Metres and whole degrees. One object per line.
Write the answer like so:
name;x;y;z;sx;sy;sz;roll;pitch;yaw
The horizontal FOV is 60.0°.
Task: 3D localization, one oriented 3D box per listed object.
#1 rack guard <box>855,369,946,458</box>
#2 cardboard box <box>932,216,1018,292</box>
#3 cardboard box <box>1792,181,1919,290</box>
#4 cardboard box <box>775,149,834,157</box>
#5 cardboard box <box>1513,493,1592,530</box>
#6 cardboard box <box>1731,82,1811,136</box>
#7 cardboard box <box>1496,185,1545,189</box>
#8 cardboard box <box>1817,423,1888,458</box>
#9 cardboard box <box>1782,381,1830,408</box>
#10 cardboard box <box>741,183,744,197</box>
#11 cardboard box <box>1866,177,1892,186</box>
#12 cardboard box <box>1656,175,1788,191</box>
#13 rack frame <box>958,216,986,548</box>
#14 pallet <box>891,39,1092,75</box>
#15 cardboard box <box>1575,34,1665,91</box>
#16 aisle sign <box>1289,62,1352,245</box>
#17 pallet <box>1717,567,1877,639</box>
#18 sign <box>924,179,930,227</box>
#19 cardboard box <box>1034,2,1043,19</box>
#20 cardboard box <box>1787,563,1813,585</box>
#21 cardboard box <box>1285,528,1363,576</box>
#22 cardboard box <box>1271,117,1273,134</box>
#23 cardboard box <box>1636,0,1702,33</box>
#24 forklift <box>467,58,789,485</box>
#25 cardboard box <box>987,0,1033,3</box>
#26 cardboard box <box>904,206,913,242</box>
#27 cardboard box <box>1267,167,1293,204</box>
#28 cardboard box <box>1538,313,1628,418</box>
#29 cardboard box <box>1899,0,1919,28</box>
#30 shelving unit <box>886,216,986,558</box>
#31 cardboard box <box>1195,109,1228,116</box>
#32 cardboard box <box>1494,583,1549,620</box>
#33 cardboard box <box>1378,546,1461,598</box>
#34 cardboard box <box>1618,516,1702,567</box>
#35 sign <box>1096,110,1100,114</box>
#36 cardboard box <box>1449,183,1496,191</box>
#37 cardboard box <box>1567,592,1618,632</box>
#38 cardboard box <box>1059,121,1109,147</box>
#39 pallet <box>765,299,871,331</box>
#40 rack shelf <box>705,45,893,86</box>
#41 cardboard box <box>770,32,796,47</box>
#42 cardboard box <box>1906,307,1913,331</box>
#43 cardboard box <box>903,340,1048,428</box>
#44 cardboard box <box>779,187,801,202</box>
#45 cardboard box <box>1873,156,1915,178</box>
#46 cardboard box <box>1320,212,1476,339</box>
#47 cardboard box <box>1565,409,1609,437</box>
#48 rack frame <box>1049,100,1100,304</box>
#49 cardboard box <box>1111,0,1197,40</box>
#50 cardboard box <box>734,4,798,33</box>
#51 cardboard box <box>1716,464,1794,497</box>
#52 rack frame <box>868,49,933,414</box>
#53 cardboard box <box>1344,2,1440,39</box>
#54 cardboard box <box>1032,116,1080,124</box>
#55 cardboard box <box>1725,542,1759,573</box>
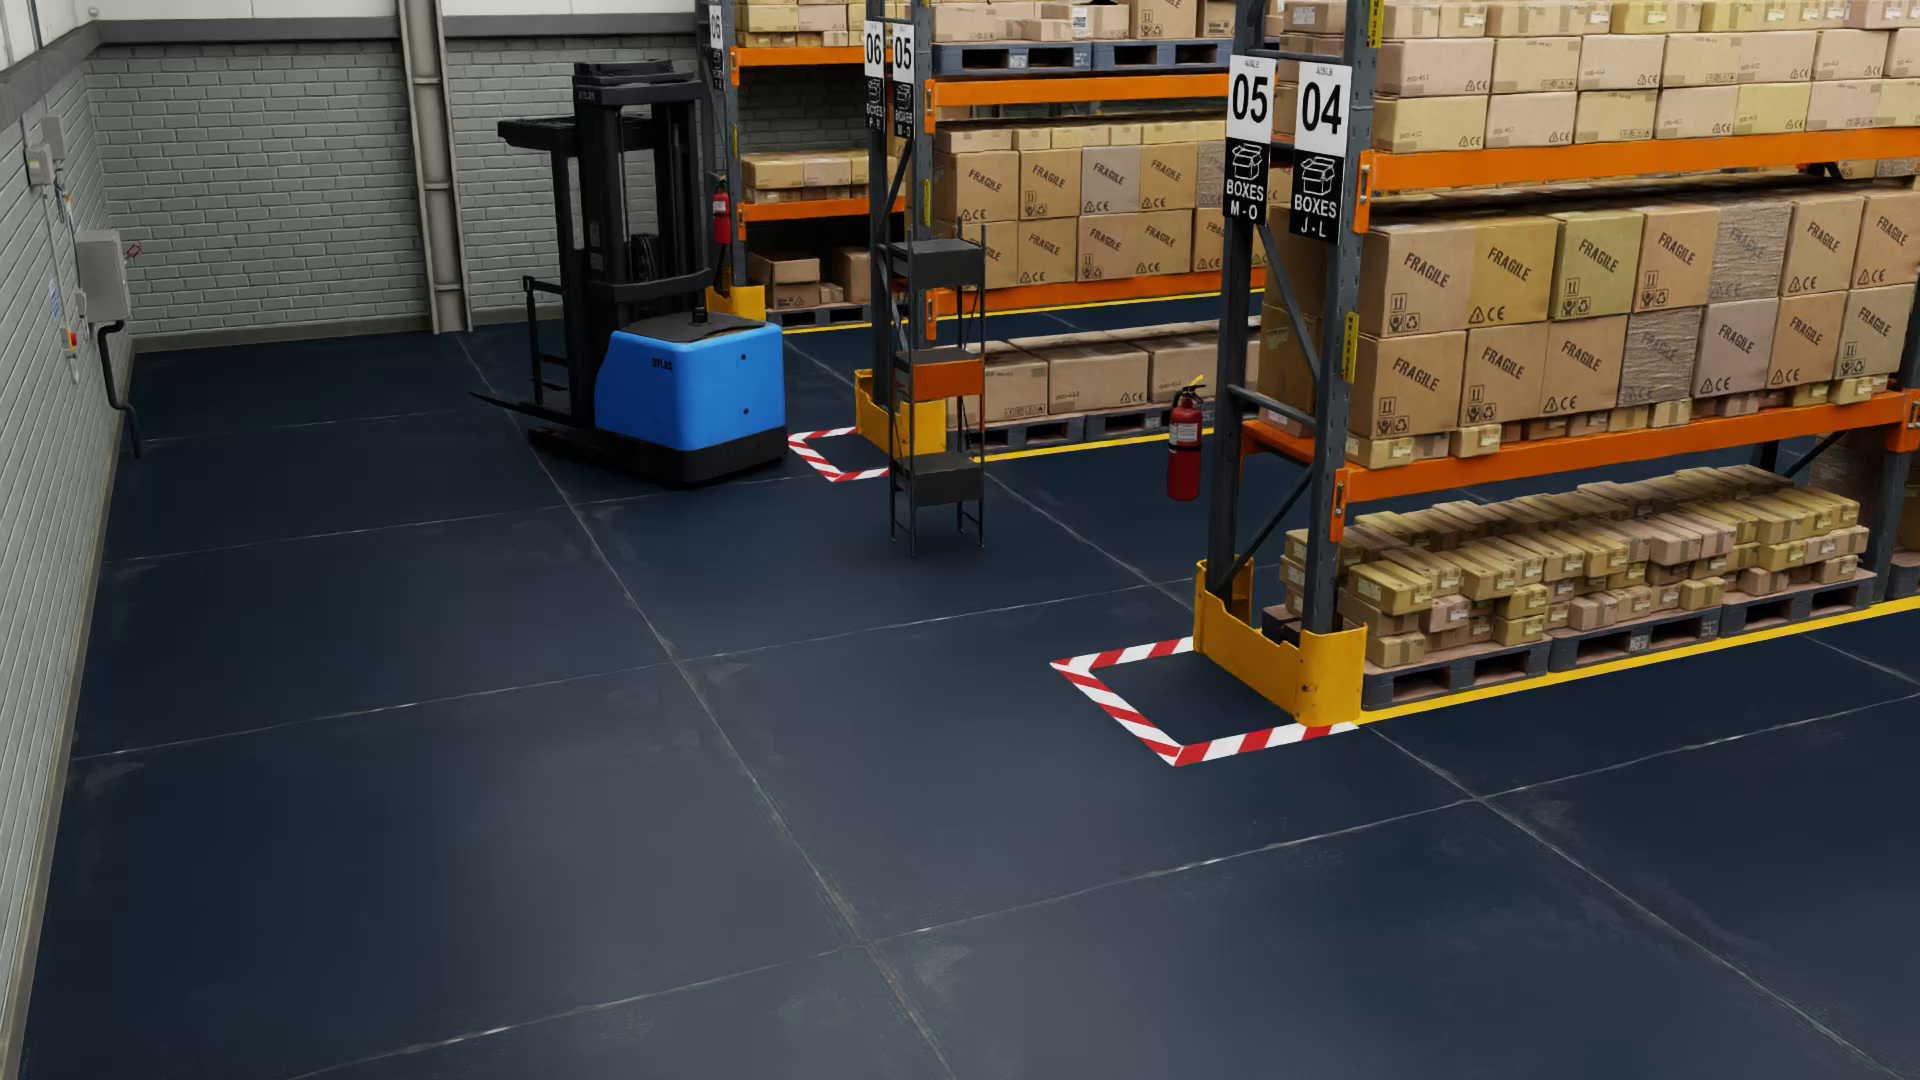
rack guard;-0.474;-0.970;13.025;0.348;0.500;1.175;-8;21;-22
cardboard box;0.102;-2.175;12.533;0.500;0.500;0.500;-8;21;-22
cardboard box;4.950;-1.697;9.222;0.500;0.500;0.500;-9;21;-24
cardboard box;-1.631;-3.944;17.485;0.500;0.250;0.500;-8;21;-22
cardboard box;3.431;-0.137;9.658;0.250;0.149;0.380;-8;21;-22
cardboard box;4.001;-2.251;8.607;0.500;0.250;0.500;-8;21;-23
cardboard box;4.678;-2.951;14.360;0.500;0.250;0.500;-8;21;-21
cardboard box;5.858;-0.730;10.582;0.500;0.250;0.500;-9;21;-23
cardboard box;4.642;-0.871;9.358;0.250;0.149;0.380;-7;21;-20
cardboard box;-2.224;-3.673;17.315;0.250;0.149;0.380;-8;21;-23
cardboard box;8.769;-3.468;16.102;0.250;0.149;0.380;-7;21;-20
cardboard box;4.293;-1.784;9.468;0.500;0.500;0.500;-9;21;-24
rack frame;0.072;-1.001;10.703;0.015;2.100;0.400;-8;21;-22
pallet;0.225;-3.626;12.422;1.213;0.211;1.003;-8;21;-22
cardboard box;3.055;-2.347;8.127;0.500;0.250;0.500;-8;21;-21
aisle sign;1.653;-1.781;7.651;0.004;0.787;0.394;-8;21;-22
pallet;4.671;0.232;10.046;1.213;0.211;1.003;-8;21;-22
sign;-0.238;-2.428;11.979;0.005;0.325;0.100;-8;21;-22
cardboard box;0.907;-5.537;17.491;0.500;0.250;0.500;-8;21;-22
cardboard box;4.777;0.128;9.802;0.250;0.149;0.380;-8;21;-20
cardboard box;1.987;0.063;9.092;0.250;0.149;0.380;-8;21;-21
cardboard box;2.321;-3.296;13.233;0.250;0.149;0.380;-8;21;-22
cardboard box;3.427;-2.593;8.226;0.250;0.149;0.380;-7;21;-20
forklift;-2.750;-2.170;12.771;3.031;2.935;1.130;16;25;38
cardboard box;0.420;-5.703;17.211;0.500;0.250;0.500;-9;21;-23
cardboard box;-0.114;-2.344;13.012;0.500;0.500;0.500;-8;21;-22
cardboard box;2.428;-2.987;13.333;0.500;0.500;0.500;-8;21;-23
cardboard box;3.059;-0.957;8.626;0.500;0.500;0.500;-8;21;-21
cardboard box;4.856;-2.788;8.780;0.250;0.149;0.380;-8;21;-21
shelving unit;-0.152;-0.969;10.611;0.503;2.100;0.431;-8;21;-22
cardboard box;2.128;-3.442;13.649;0.250;0.149;0.380;-8;21;-22
cardboard box;2.926;0.281;8.921;0.250;0.149;0.380;-7;21;-20
cardboard box;2.422;0.171;8.783;0.250;0.149;0.380;-8;21;-21
cardboard box;3.882;0.004;9.260;0.250;0.149;0.380;-9;21;-24
sign;1.473;-4.436;17.800;0.005;0.325;0.100;-8;21;-22
cardboard box;4.195;-3.243;14.060;0.500;0.500;0.500;-8;21;-22
cardboard box;3.380;0.356;9.155;0.250;0.149;0.380;-9;21;-25
cardboard box;0.935;-3.086;12.637;0.250;0.149;0.380;-8;21;-21
pallet;-1.620;-2.465;17.707;1.213;0.211;1.003;-8;21;-22
rack shelf;-0.585;-5.004;17.285;4.000;0.370;1.077;-8;21;-22
cardboard box;-1.807;-4.976;16.499;0.250;0.149;0.380;-8;21;-21
cardboard box;5.560;-1.375;10.156;0.250;0.149;0.380;-9;21;-23
cardboard box;0.114;-1.259;13.308;0.875;0.438;0.875;-9;21;-24
cardboard box;-1.796;-3.554;16.979;0.250;0.149;0.380;-8;21;-21
cardboard box;8.821;-3.785;16.025;0.500;0.500;0.500;-9;21;-24
cardboard box;2.119;-1.294;8.075;0.500;0.500;0.500;-8;21;-22
cardboard box;3.194;-0.674;8.797;0.250;0.149;0.380;-9;21;-23
rack frame;1.251;-4.192;18.411;0.127;3.000;1.000;-8;21;-22
cardboard box;1.458;-4.079;12.641;0.500;0.500;0.500;-8;21;-21
cardboard box;-1.906;-5.125;16.323;0.500;0.250;0.500;-8;21;-23
cardboard box;4.876;-0.334;10.220;0.250;0.149;0.380;-7;21;-20
rack frame;-0.452;-2.153;12.619;0.127;3.000;1.000;-8;21;-22
cardboard box;1.989;-2.398;7.671;0.250;0.149;0.380;-8;21;-22
cardboard box;0.741;-3.219;13.016;0.250;0.149;0.380;-8;21;-22
cardboard box;4.359;0.045;9.589;0.250;0.149;0.380;-8;21;-21
